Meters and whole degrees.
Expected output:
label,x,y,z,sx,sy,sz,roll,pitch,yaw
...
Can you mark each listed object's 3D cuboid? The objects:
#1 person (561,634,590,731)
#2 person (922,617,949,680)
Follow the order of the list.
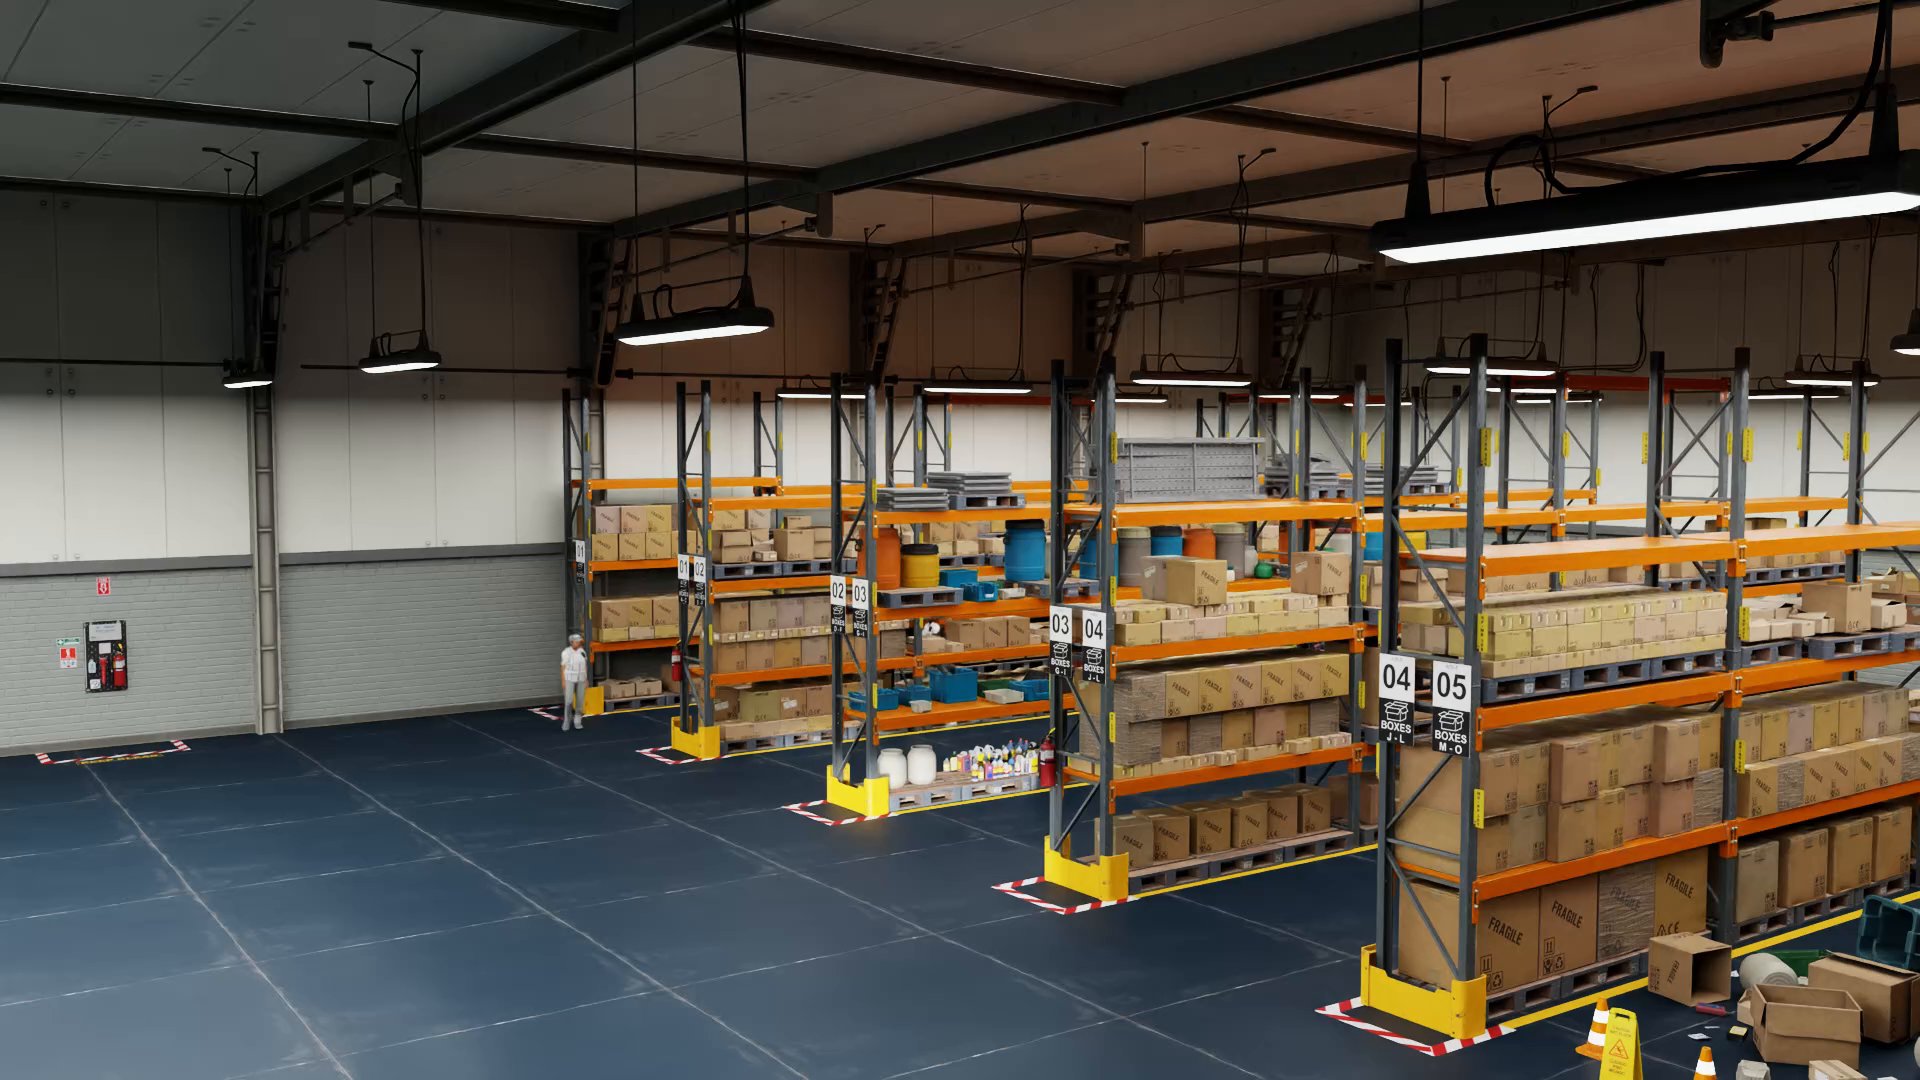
label,x,y,z,sx,sy,sz,roll,pitch,yaw
person,-6.693,2.478,28.923,0.497,1.686,0.433,-2,4,-34
person,-0.605,2.196,33.171,1.058,1.629,0.528,-3,5,-44
